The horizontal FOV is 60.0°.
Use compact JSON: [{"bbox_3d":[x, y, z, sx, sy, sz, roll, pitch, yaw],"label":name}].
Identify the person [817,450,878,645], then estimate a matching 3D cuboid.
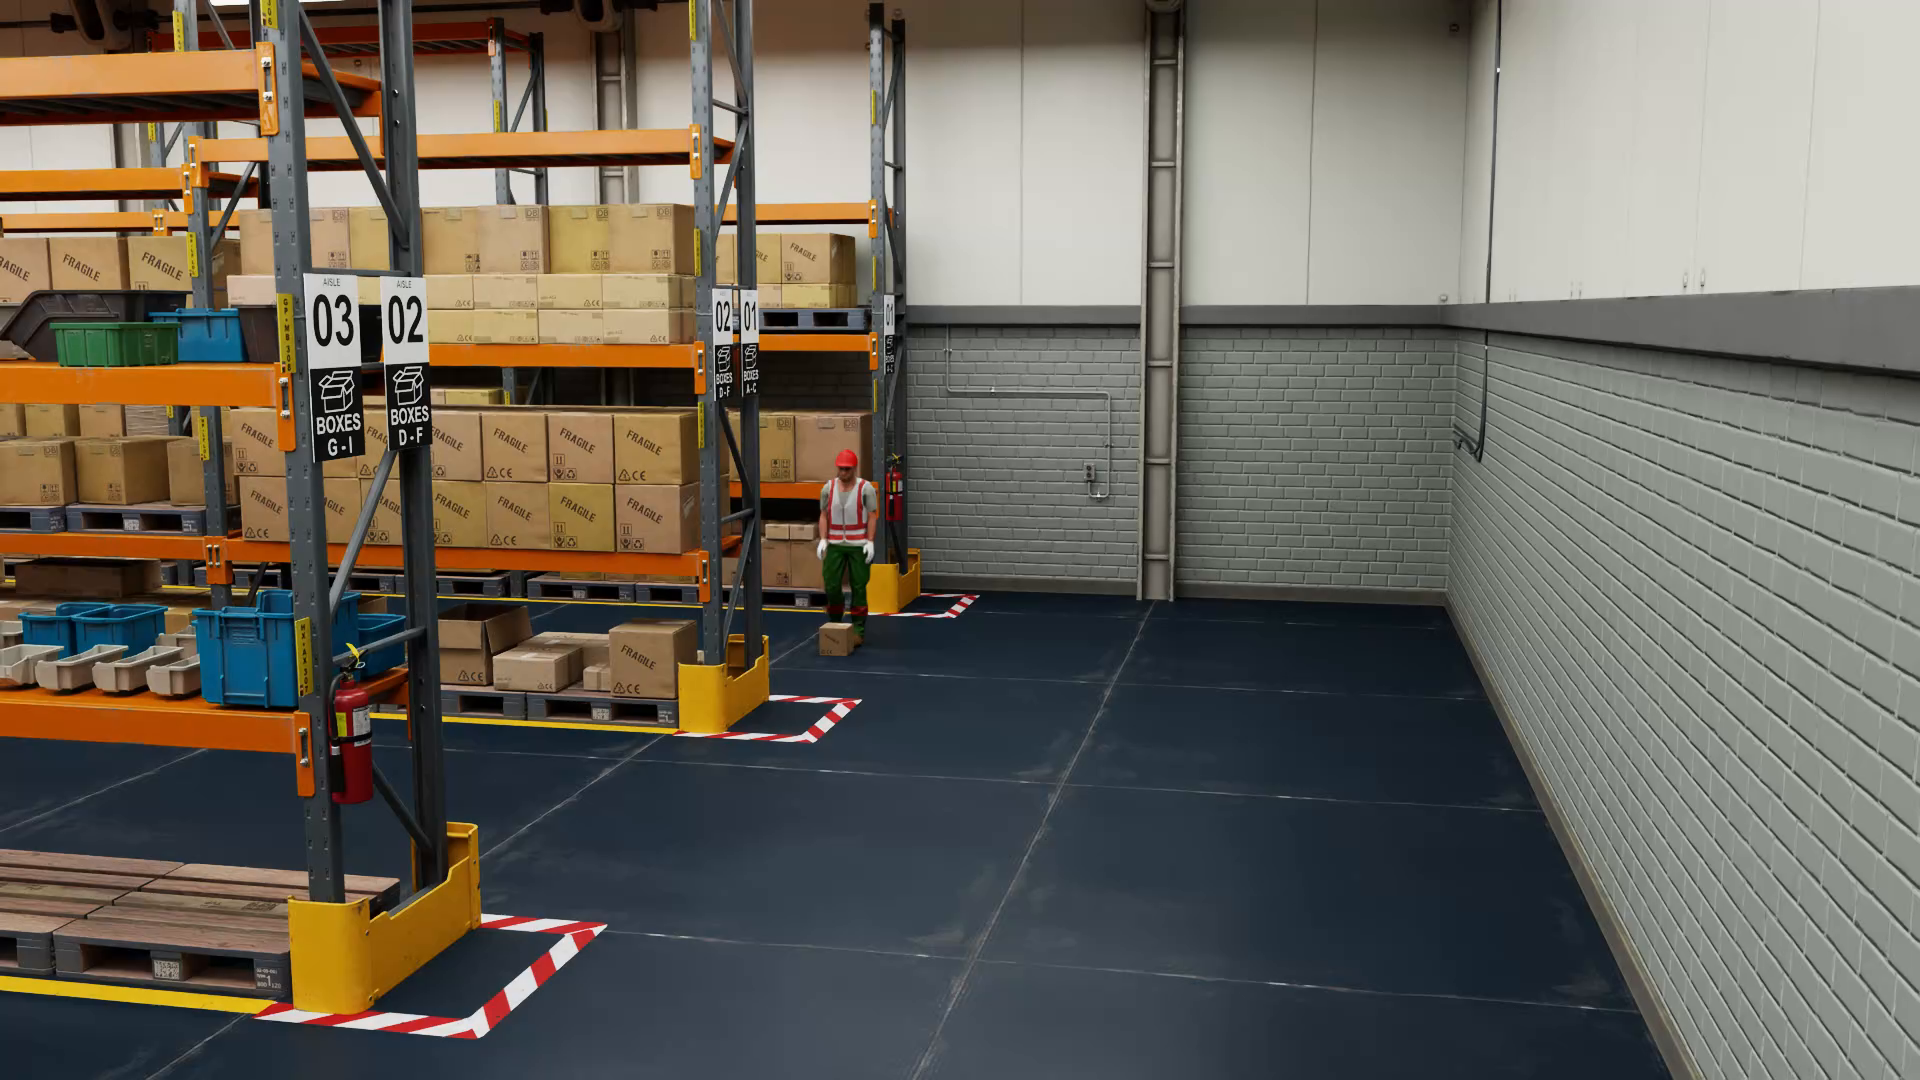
[{"bbox_3d":[-1.029,0.101,15.201,0.539,1.857,0.413,2,8,11],"label":"person"}]
